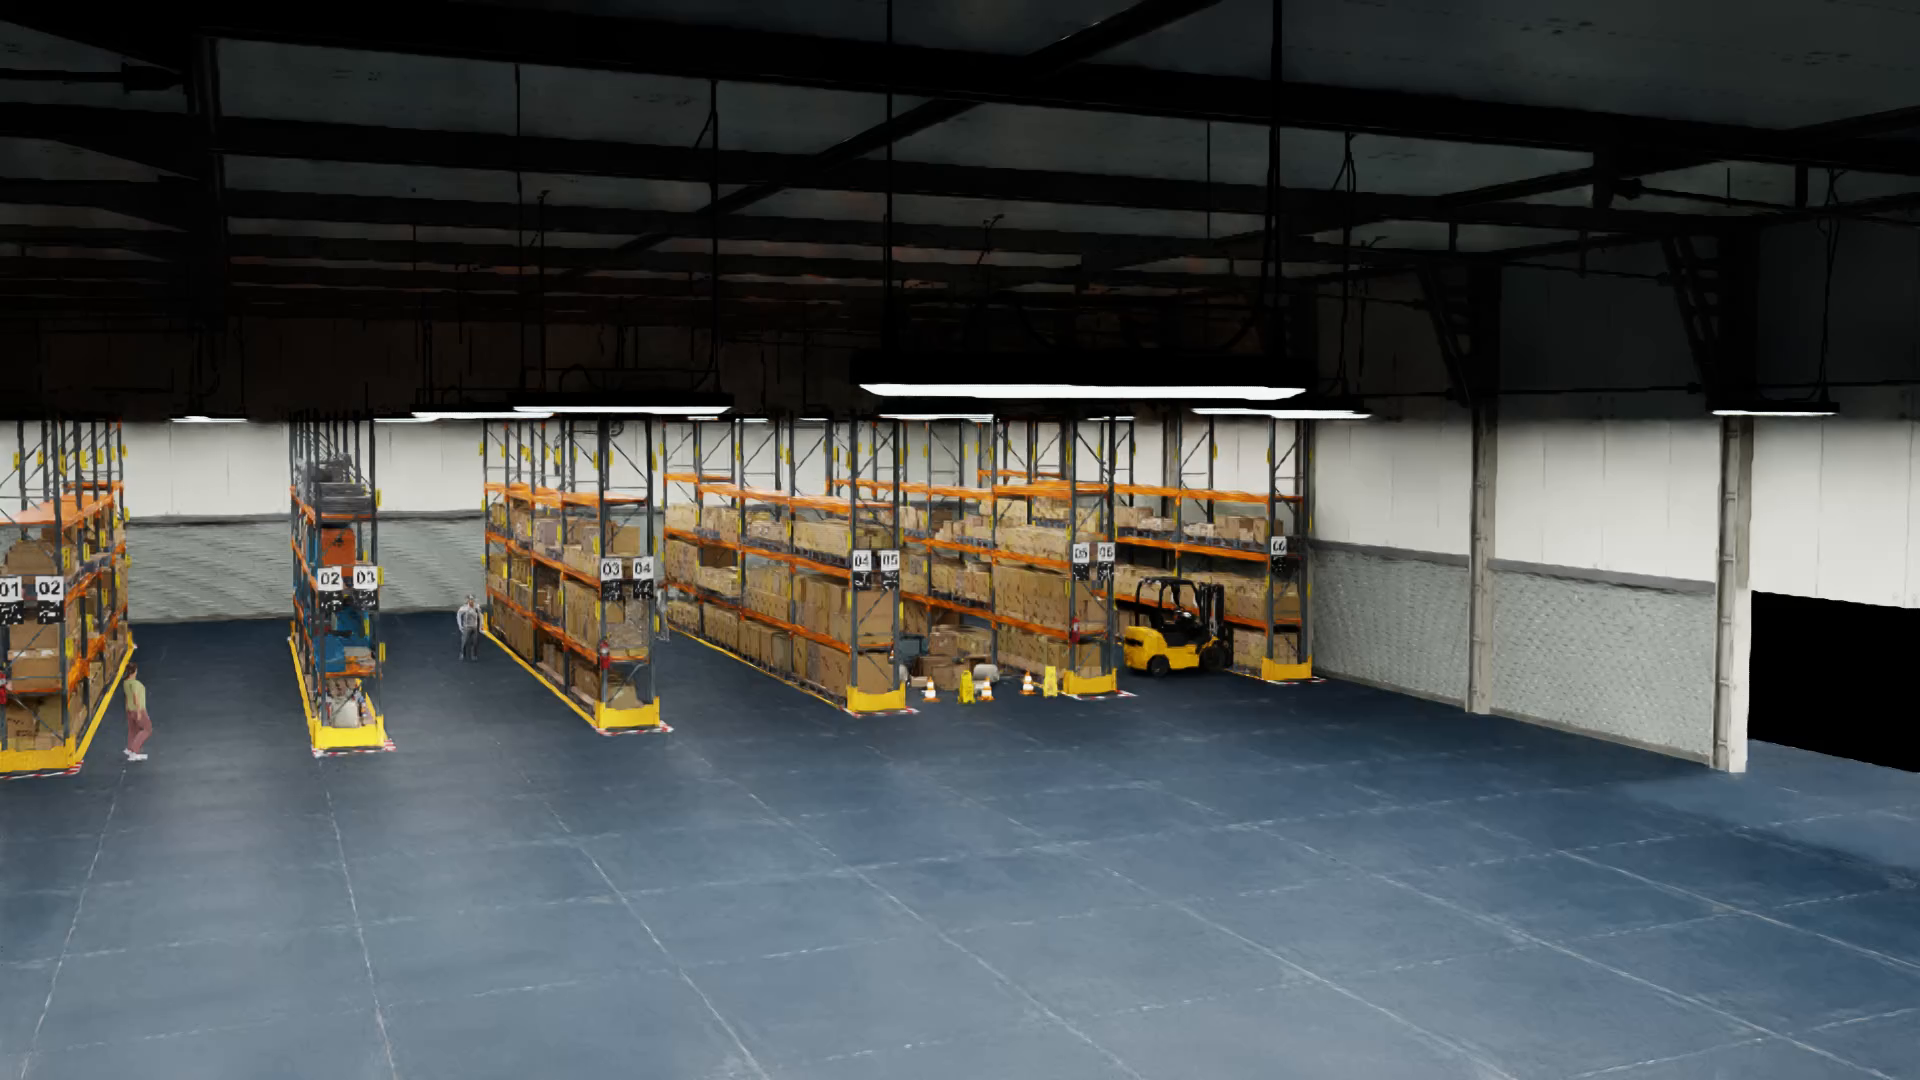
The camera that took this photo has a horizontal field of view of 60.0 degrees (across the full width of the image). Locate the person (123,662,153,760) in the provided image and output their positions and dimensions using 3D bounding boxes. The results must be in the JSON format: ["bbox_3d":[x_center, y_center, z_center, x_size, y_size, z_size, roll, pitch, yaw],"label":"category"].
[{"bbox_3d":[-14.010,2.919,28.216,0.493,1.654,0.435,3,5,39],"label":"person"}]

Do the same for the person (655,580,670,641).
[{"bbox_3d":[-7.872,1.849,43.758,0.527,1.592,0.523,1,4,7],"label":"person"}]

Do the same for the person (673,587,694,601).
[{"bbox_3d":[-8.352,1.405,50.100,0.630,1.614,0.758,-4,6,-44],"label":"person"}]

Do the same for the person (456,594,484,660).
[{"bbox_3d":[-11.839,2.098,40.241,0.611,1.632,0.512,-2,4,-25],"label":"person"}]
